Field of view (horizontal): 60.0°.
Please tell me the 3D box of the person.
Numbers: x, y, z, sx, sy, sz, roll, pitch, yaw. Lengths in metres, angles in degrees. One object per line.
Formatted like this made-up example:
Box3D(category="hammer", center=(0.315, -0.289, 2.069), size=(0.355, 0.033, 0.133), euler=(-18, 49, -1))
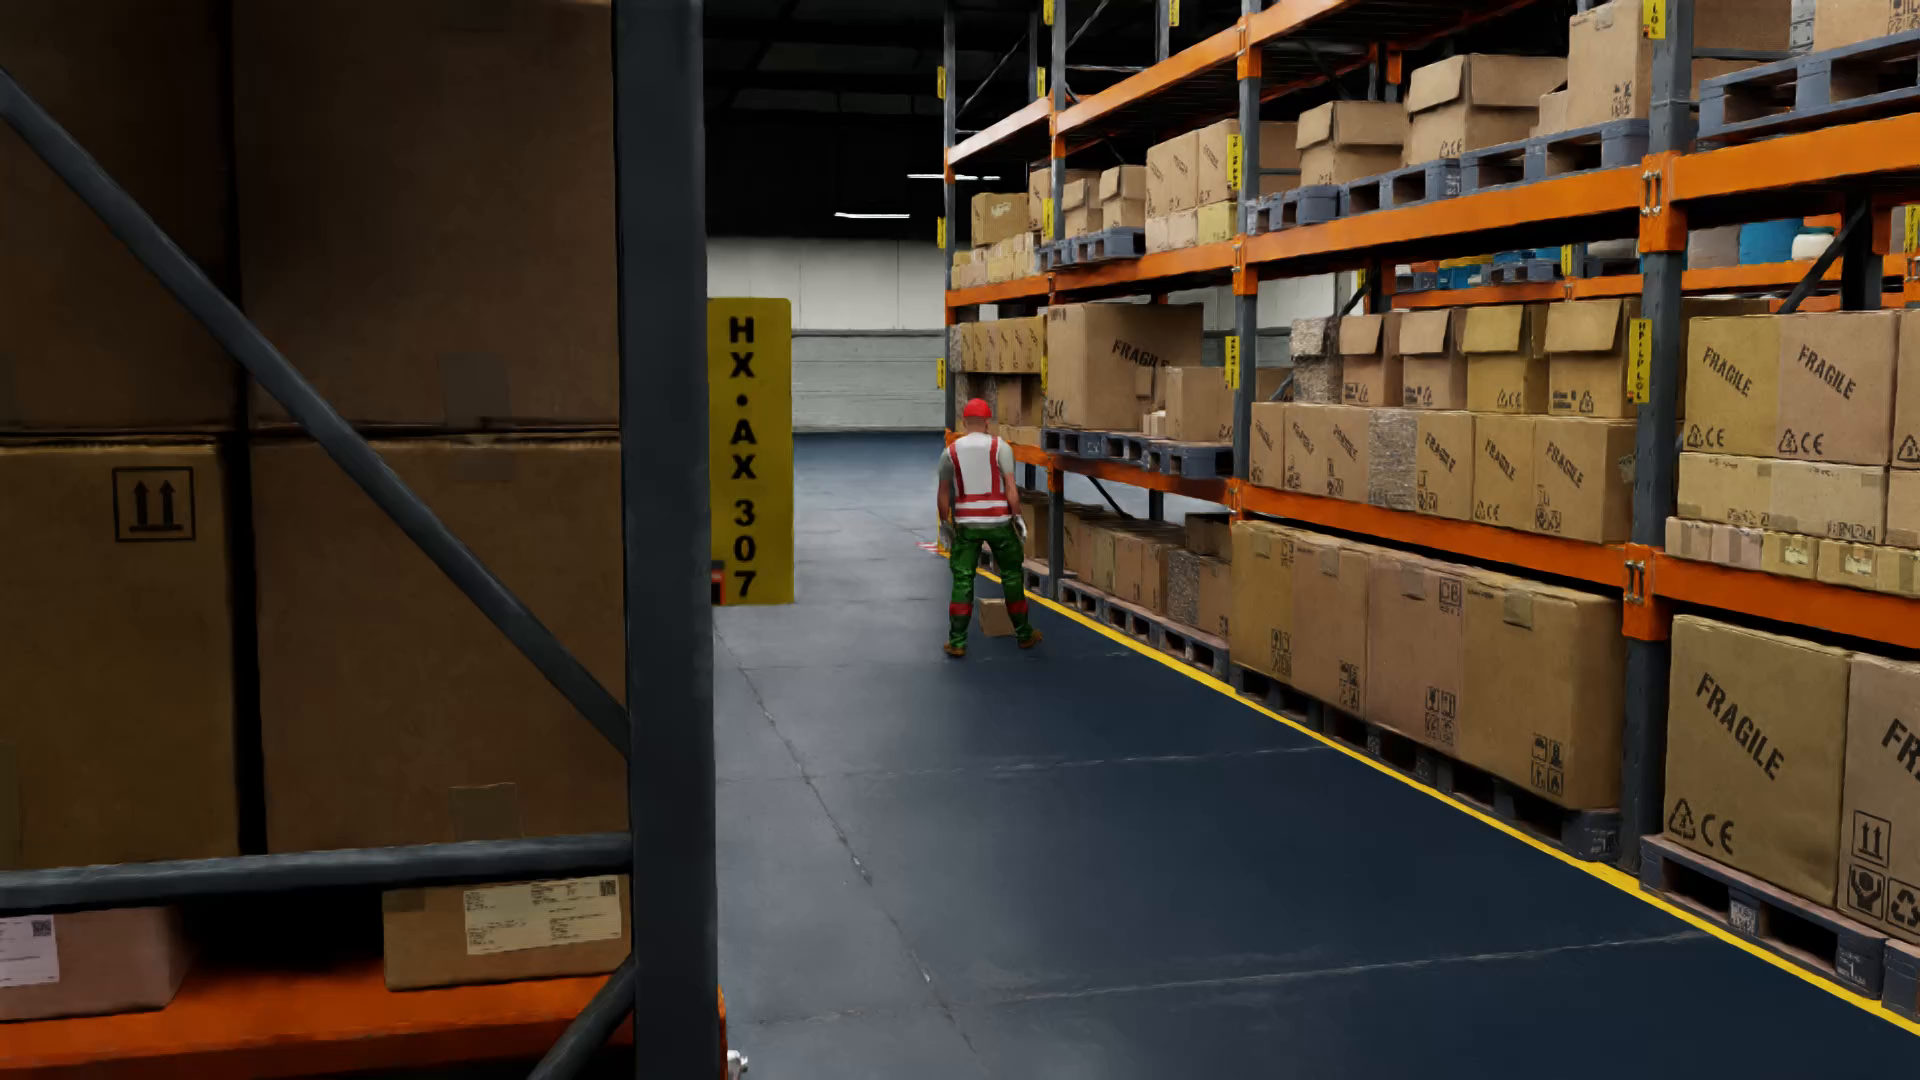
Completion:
Box3D(category="person", center=(0.204, -0.110, 11.662), size=(0.715, 1.769, 0.631), euler=(1, 6, 12))
